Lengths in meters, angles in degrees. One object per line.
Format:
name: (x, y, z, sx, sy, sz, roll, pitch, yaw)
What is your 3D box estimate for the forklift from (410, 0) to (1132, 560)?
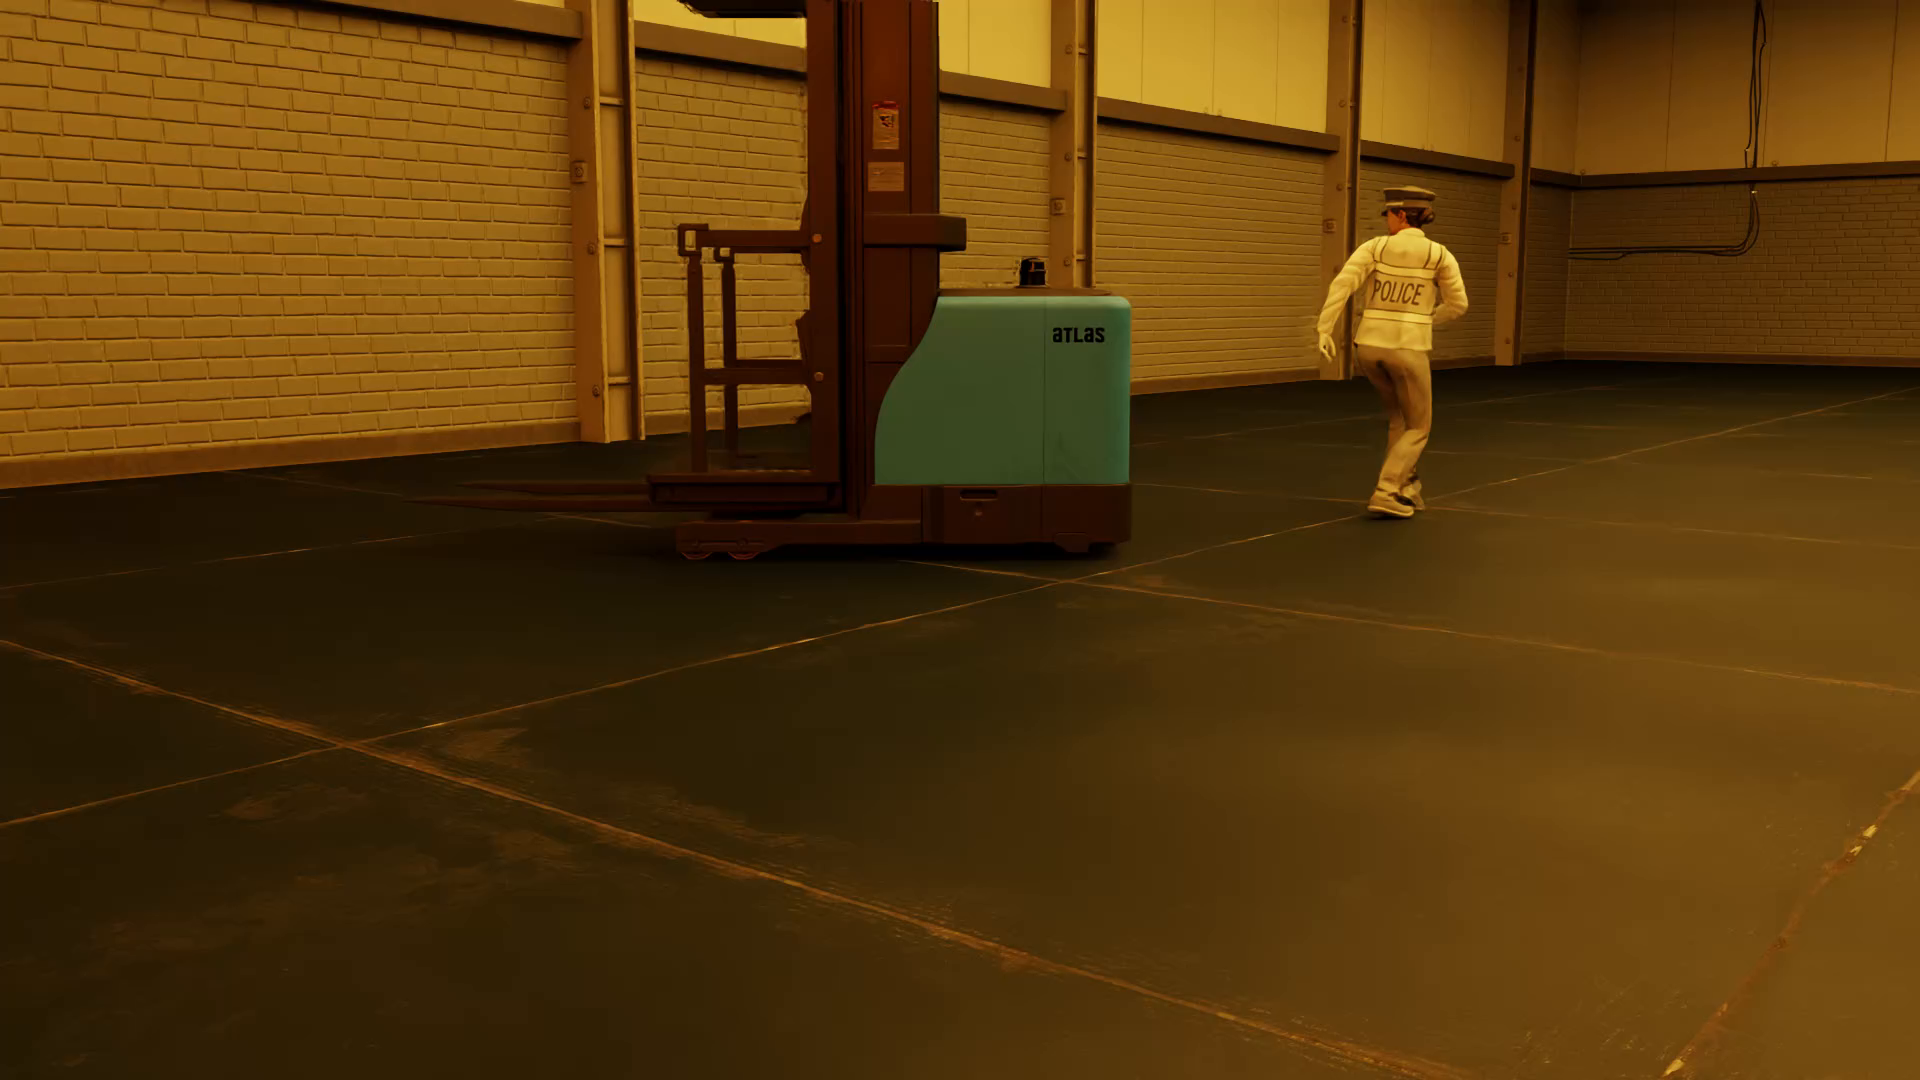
forklift: (-0.803, -1.443, 7.142, 3.031, 2.935, 1.130, 0, 8, 0)

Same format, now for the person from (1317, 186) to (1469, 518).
person: (2.149, -0.889, 8.158, 0.549, 1.664, 0.784, 7, 11, 40)
